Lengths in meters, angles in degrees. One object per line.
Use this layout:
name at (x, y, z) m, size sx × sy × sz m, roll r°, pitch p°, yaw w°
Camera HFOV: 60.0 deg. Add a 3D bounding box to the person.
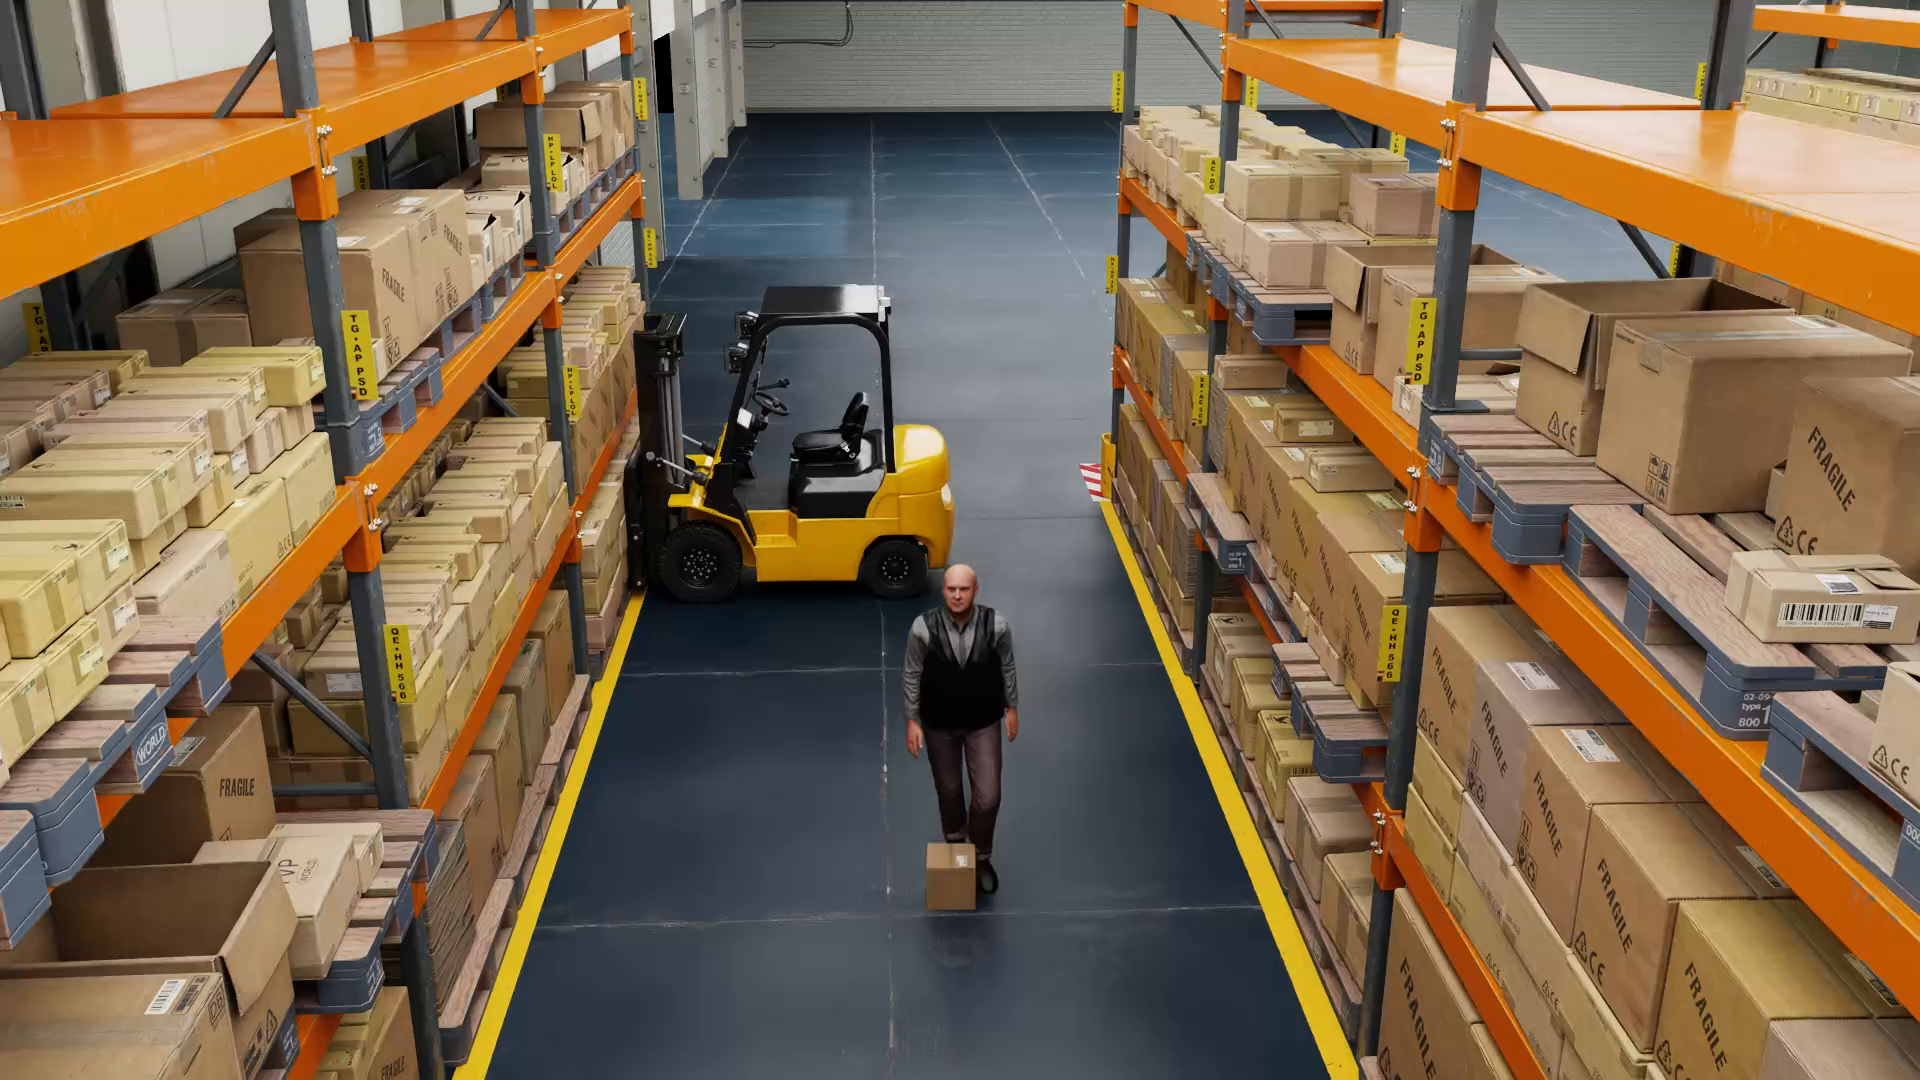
person at (0.004, 0.951, 8.527) m, size 0.600 × 1.753 × 0.557 m, roll 0°, pitch 20°, yaw 0°
